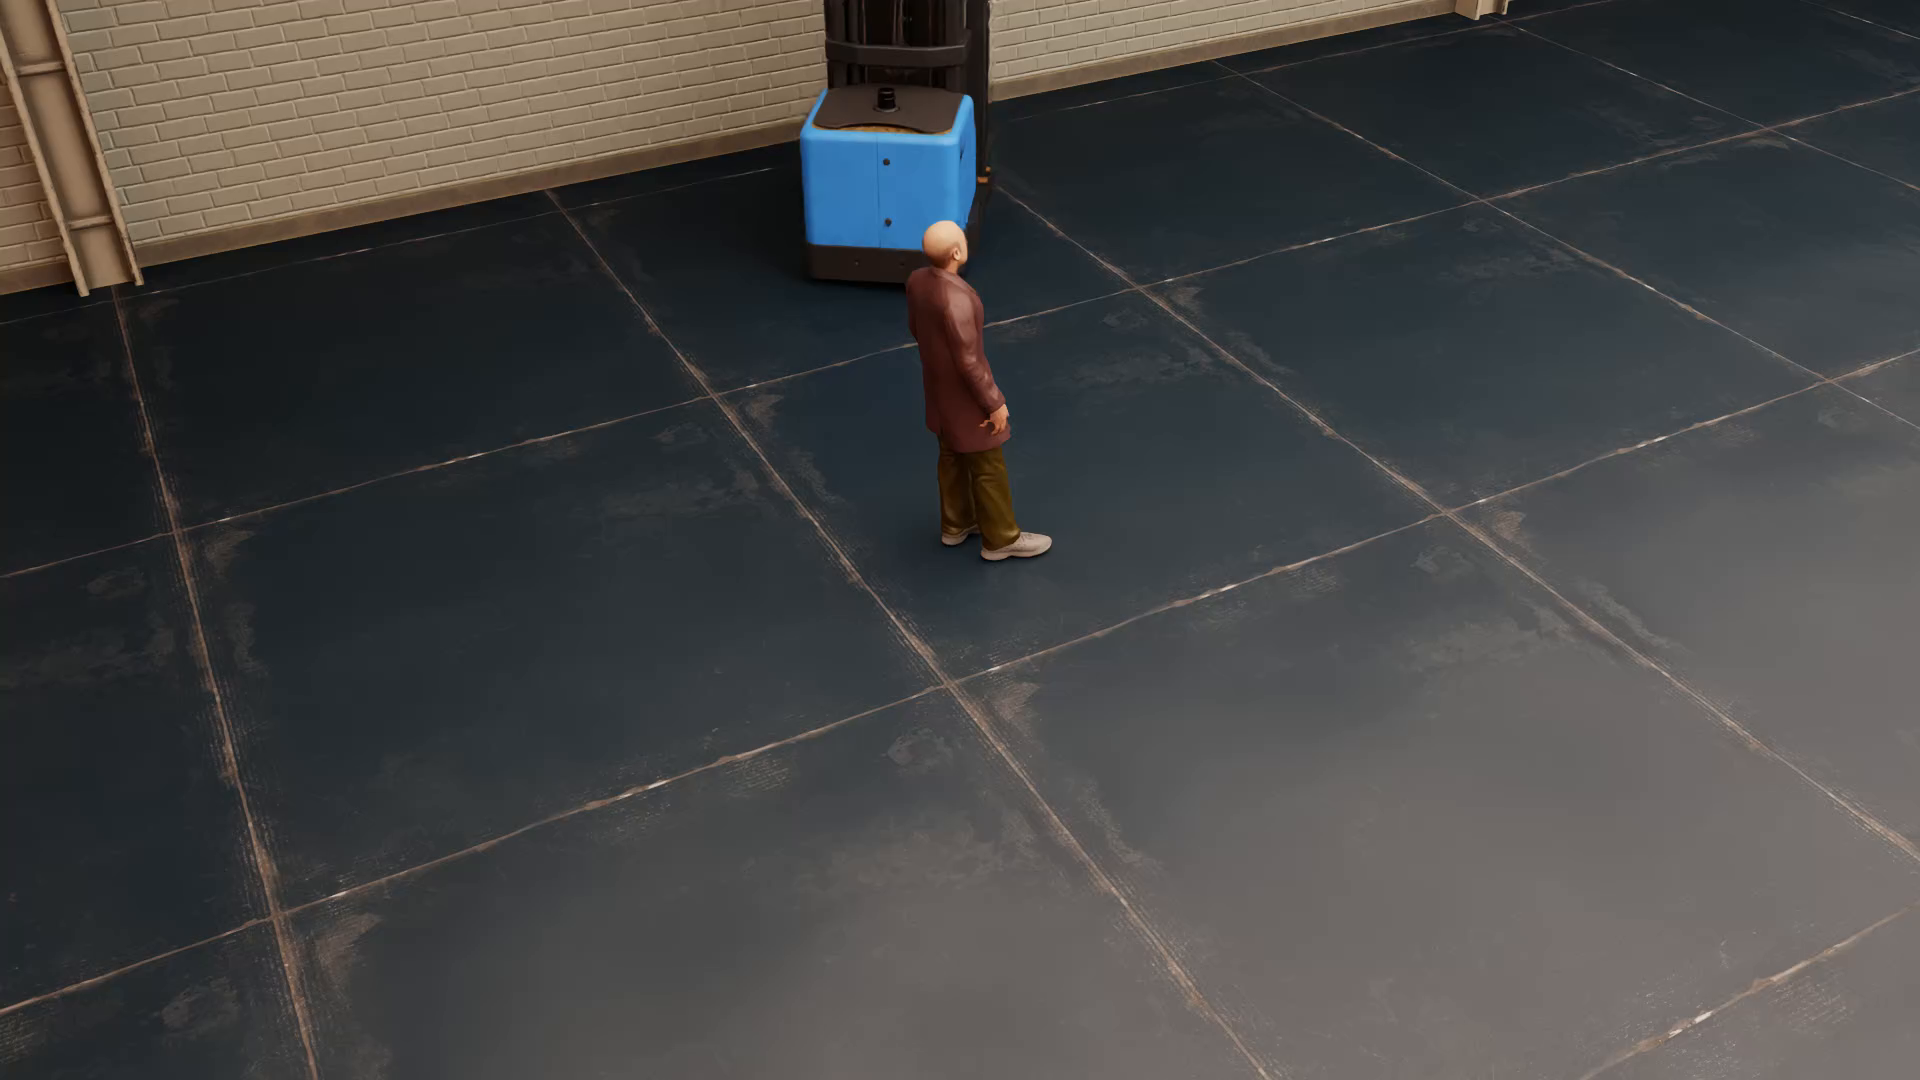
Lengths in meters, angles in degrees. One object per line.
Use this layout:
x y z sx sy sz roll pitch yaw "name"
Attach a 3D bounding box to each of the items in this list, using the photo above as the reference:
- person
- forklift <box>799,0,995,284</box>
0.082 -0.754 8.176 0.582 1.775 0.696 -17 39 -23 "person"
-0.337 -3.700 11.358 1.130 2.935 3.031 4 35 6 "forklift"
